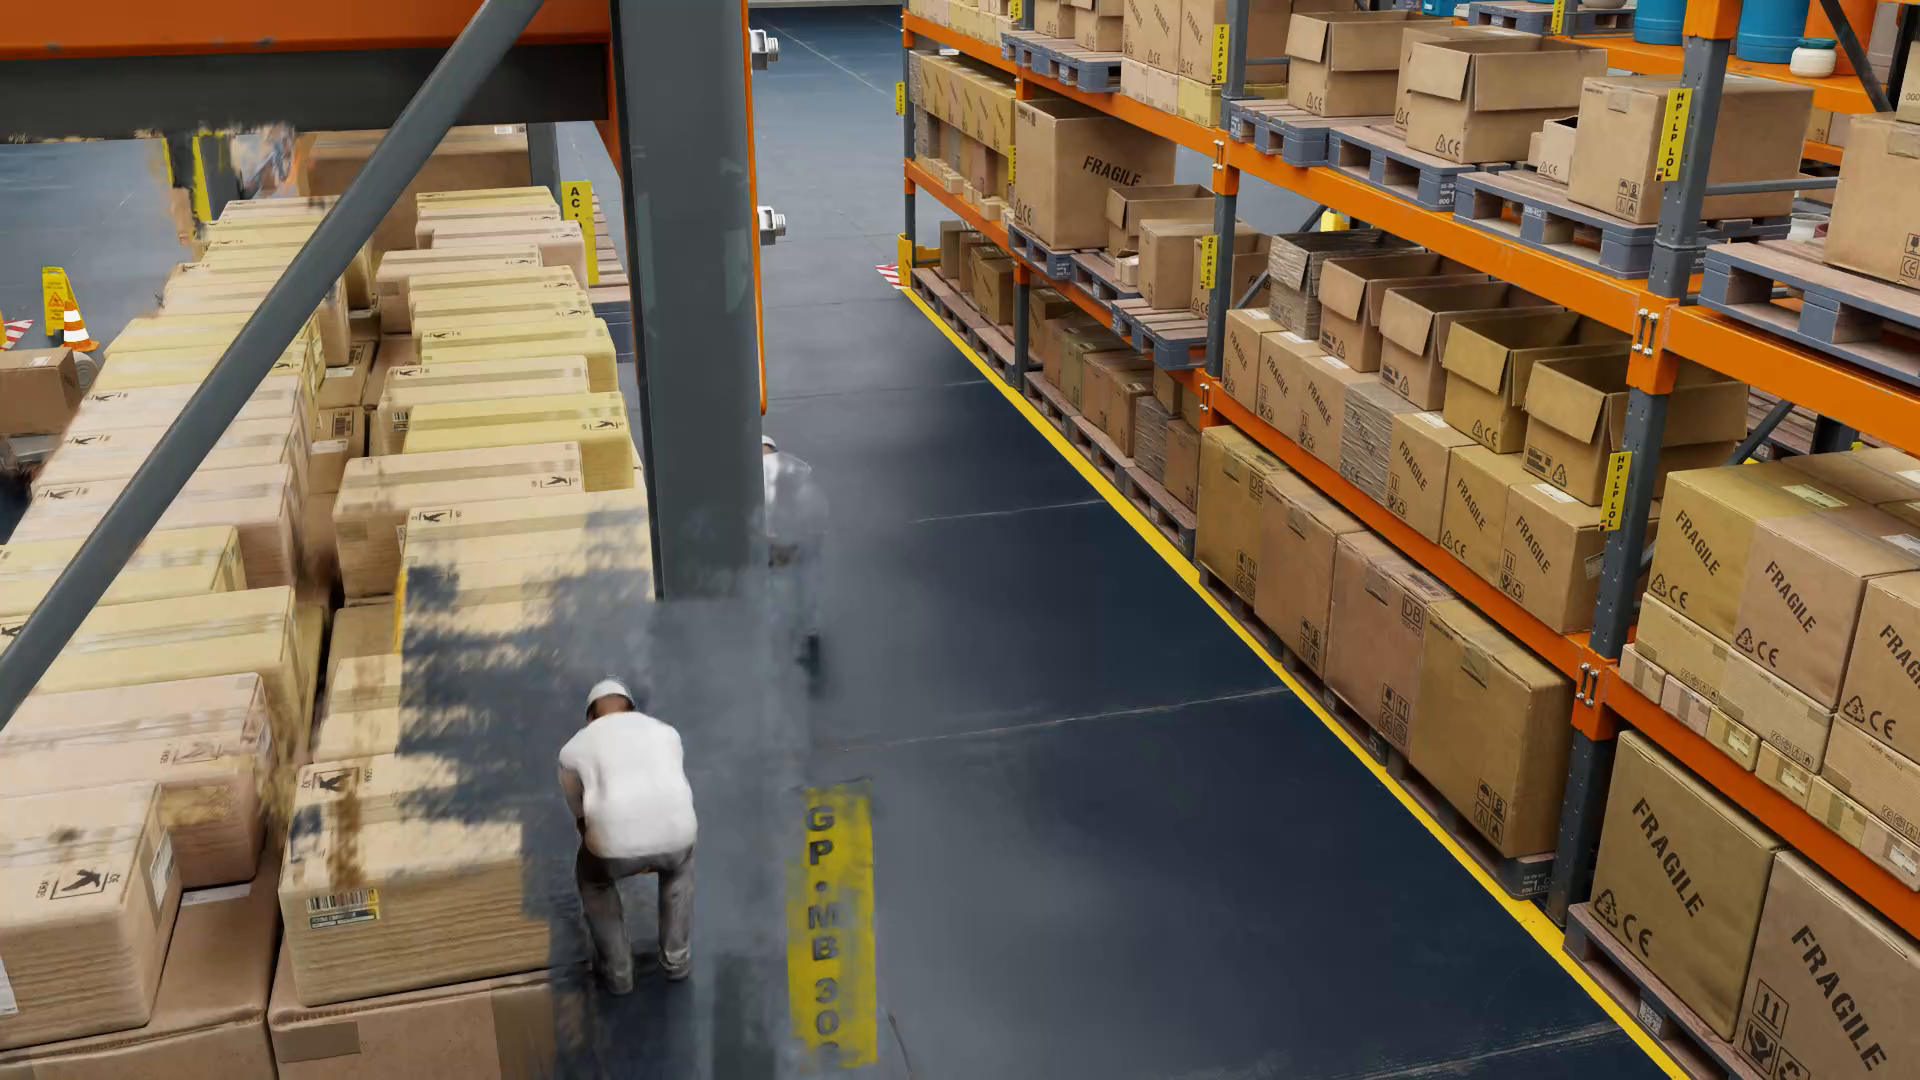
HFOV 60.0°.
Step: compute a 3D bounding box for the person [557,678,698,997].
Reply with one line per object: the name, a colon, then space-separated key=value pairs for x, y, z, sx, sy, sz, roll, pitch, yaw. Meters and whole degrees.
person: x=-1.088 y=-0.008 z=9.957 sx=0.509 sy=1.088 sz=0.965 roll=-7 pitch=24 yaw=-17
